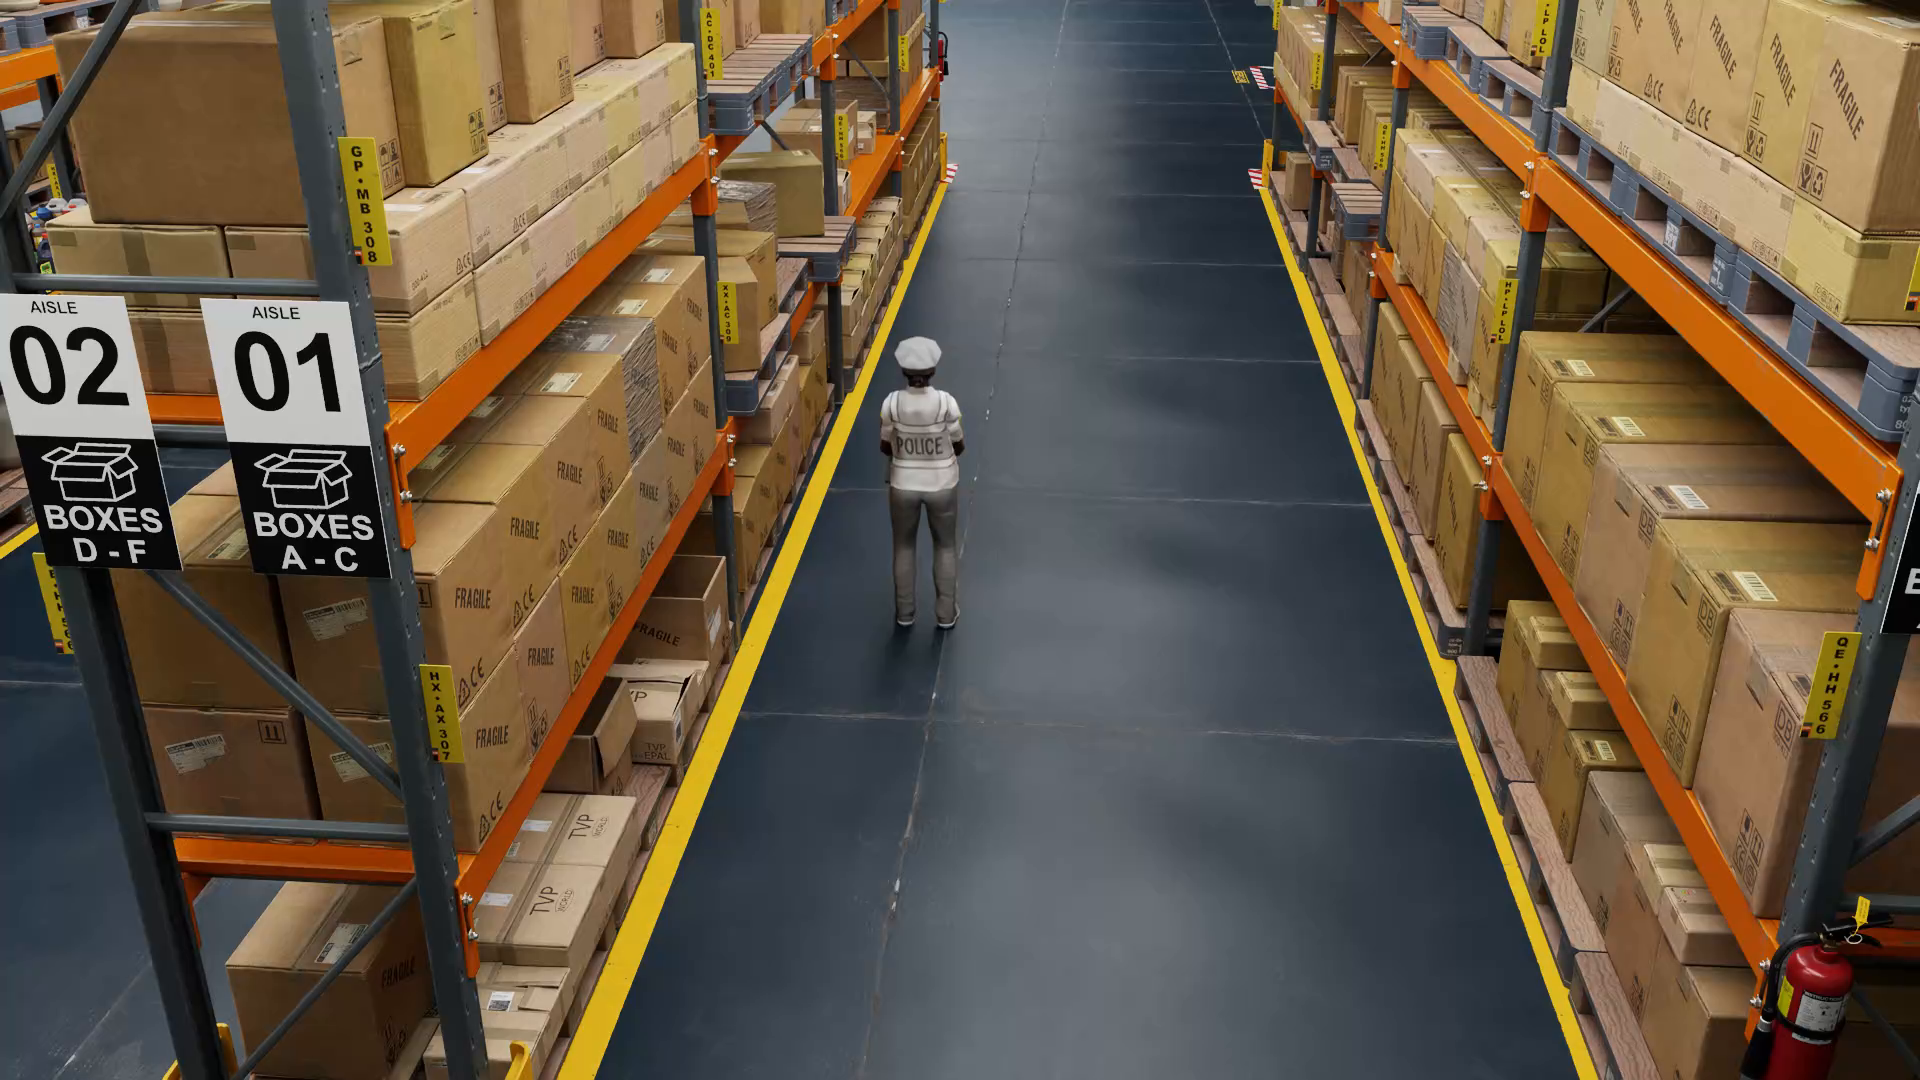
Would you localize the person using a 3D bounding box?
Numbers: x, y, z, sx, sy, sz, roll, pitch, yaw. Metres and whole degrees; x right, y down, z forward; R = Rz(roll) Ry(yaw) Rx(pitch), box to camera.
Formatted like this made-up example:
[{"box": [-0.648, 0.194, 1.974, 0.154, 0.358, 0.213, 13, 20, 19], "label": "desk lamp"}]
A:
[{"box": [-0.206, -0.333, 9.291, 0.468, 1.692, 0.503, 1, 25, 2], "label": "person"}]
